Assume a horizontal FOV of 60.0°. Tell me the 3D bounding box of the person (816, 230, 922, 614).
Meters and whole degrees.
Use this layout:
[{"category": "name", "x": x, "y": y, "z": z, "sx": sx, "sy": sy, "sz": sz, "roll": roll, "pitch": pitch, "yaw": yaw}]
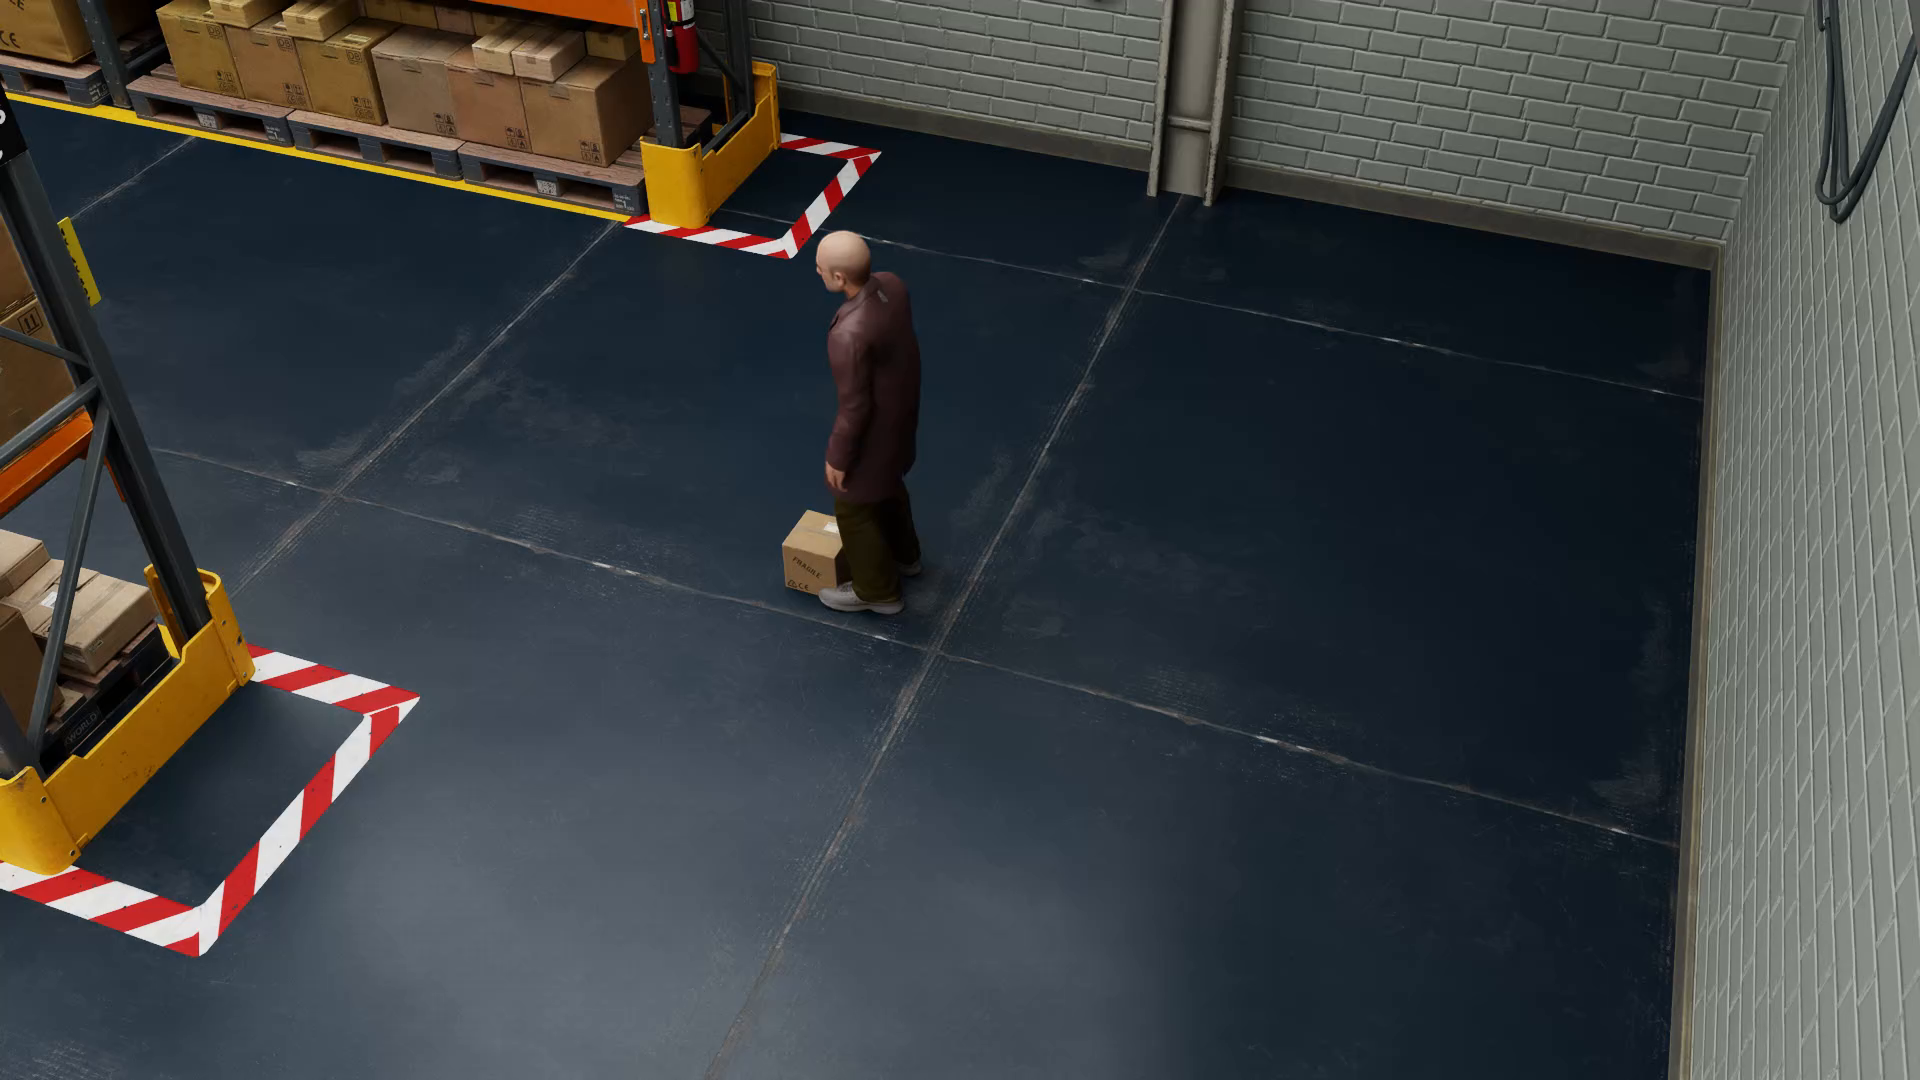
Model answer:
[{"category": "person", "x": -0.369, "y": -0.458, "z": 6.698, "sx": 0.417, "sy": 1.773, "sz": 0.651, "roll": 13, "pitch": 43, "yaw": 14}]
